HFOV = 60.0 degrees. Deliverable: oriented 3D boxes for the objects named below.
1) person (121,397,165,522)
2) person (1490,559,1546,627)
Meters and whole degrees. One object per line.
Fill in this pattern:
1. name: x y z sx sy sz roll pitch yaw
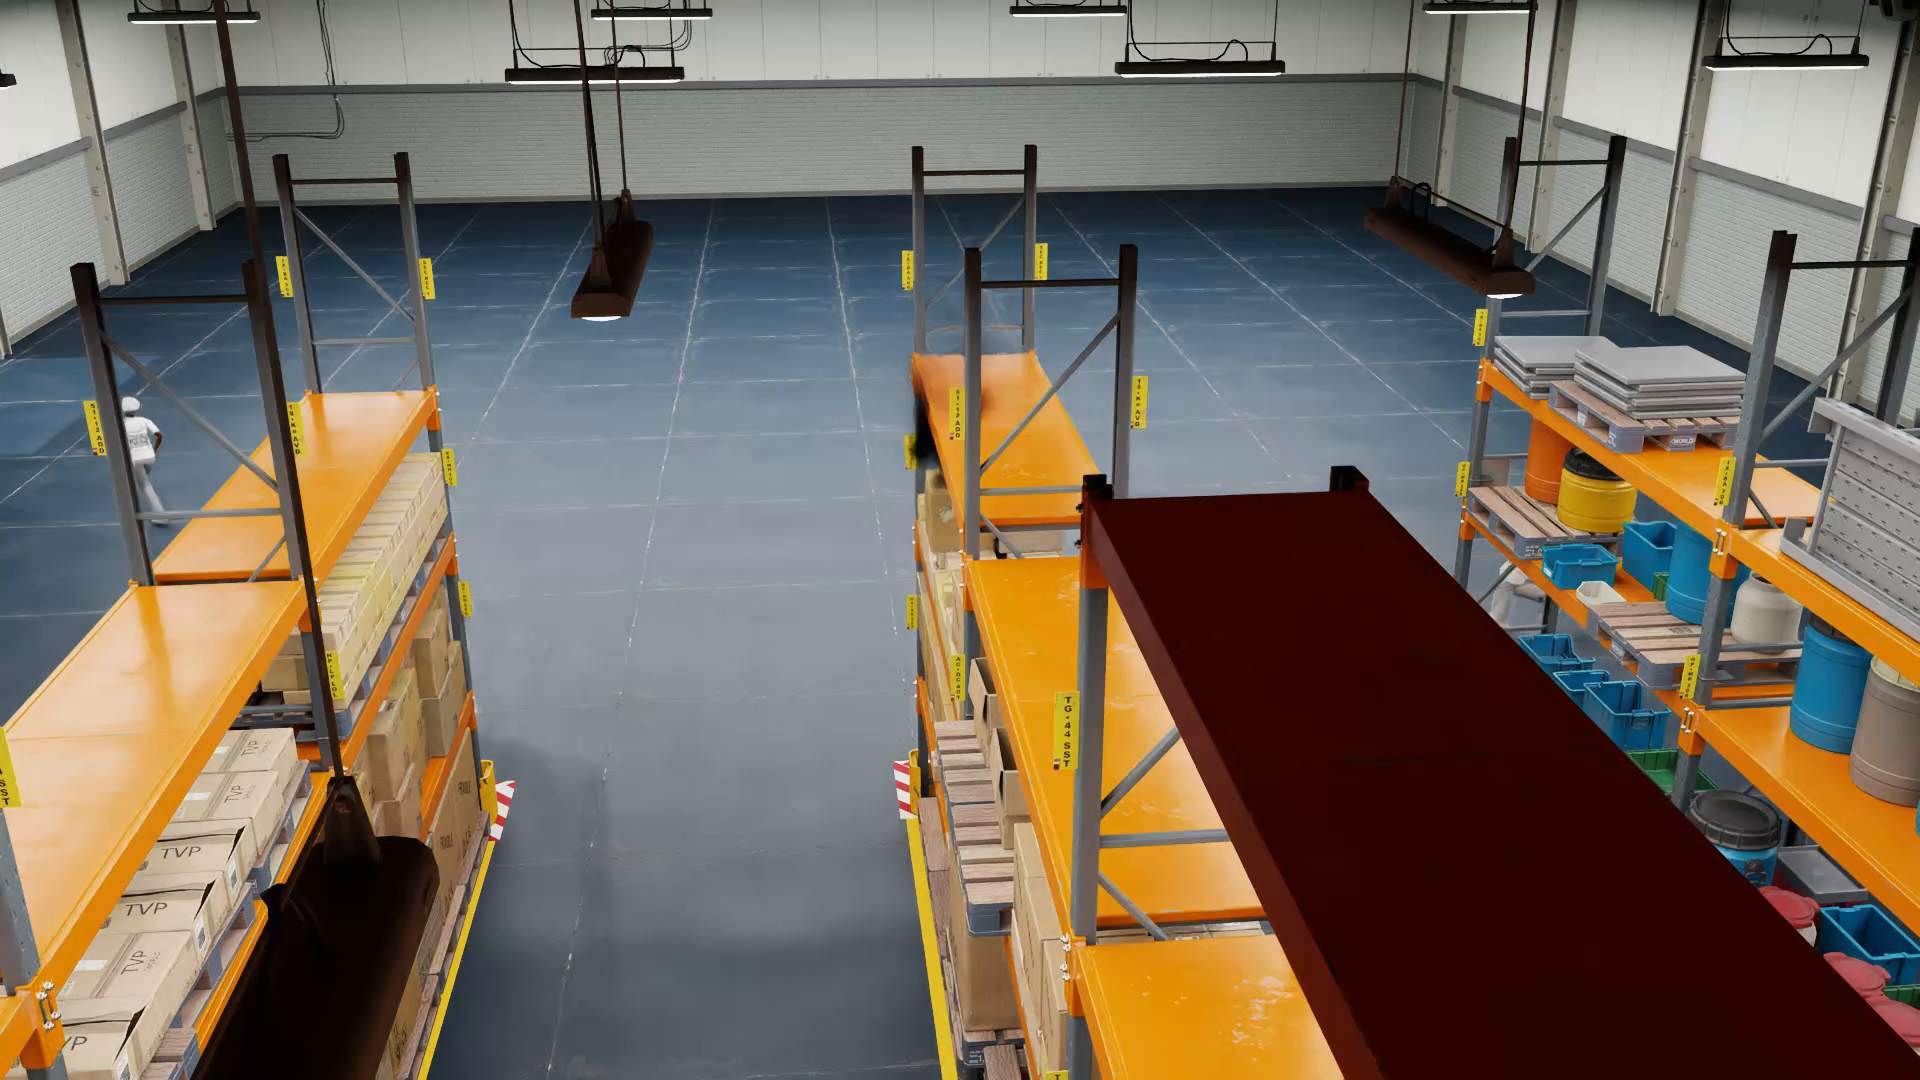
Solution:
1. person: -10.857 -1.025 21.992 0.725 1.751 0.545 16 26 34
2. person: 6.372 0.235 18.738 0.926 1.738 0.724 8 23 18
